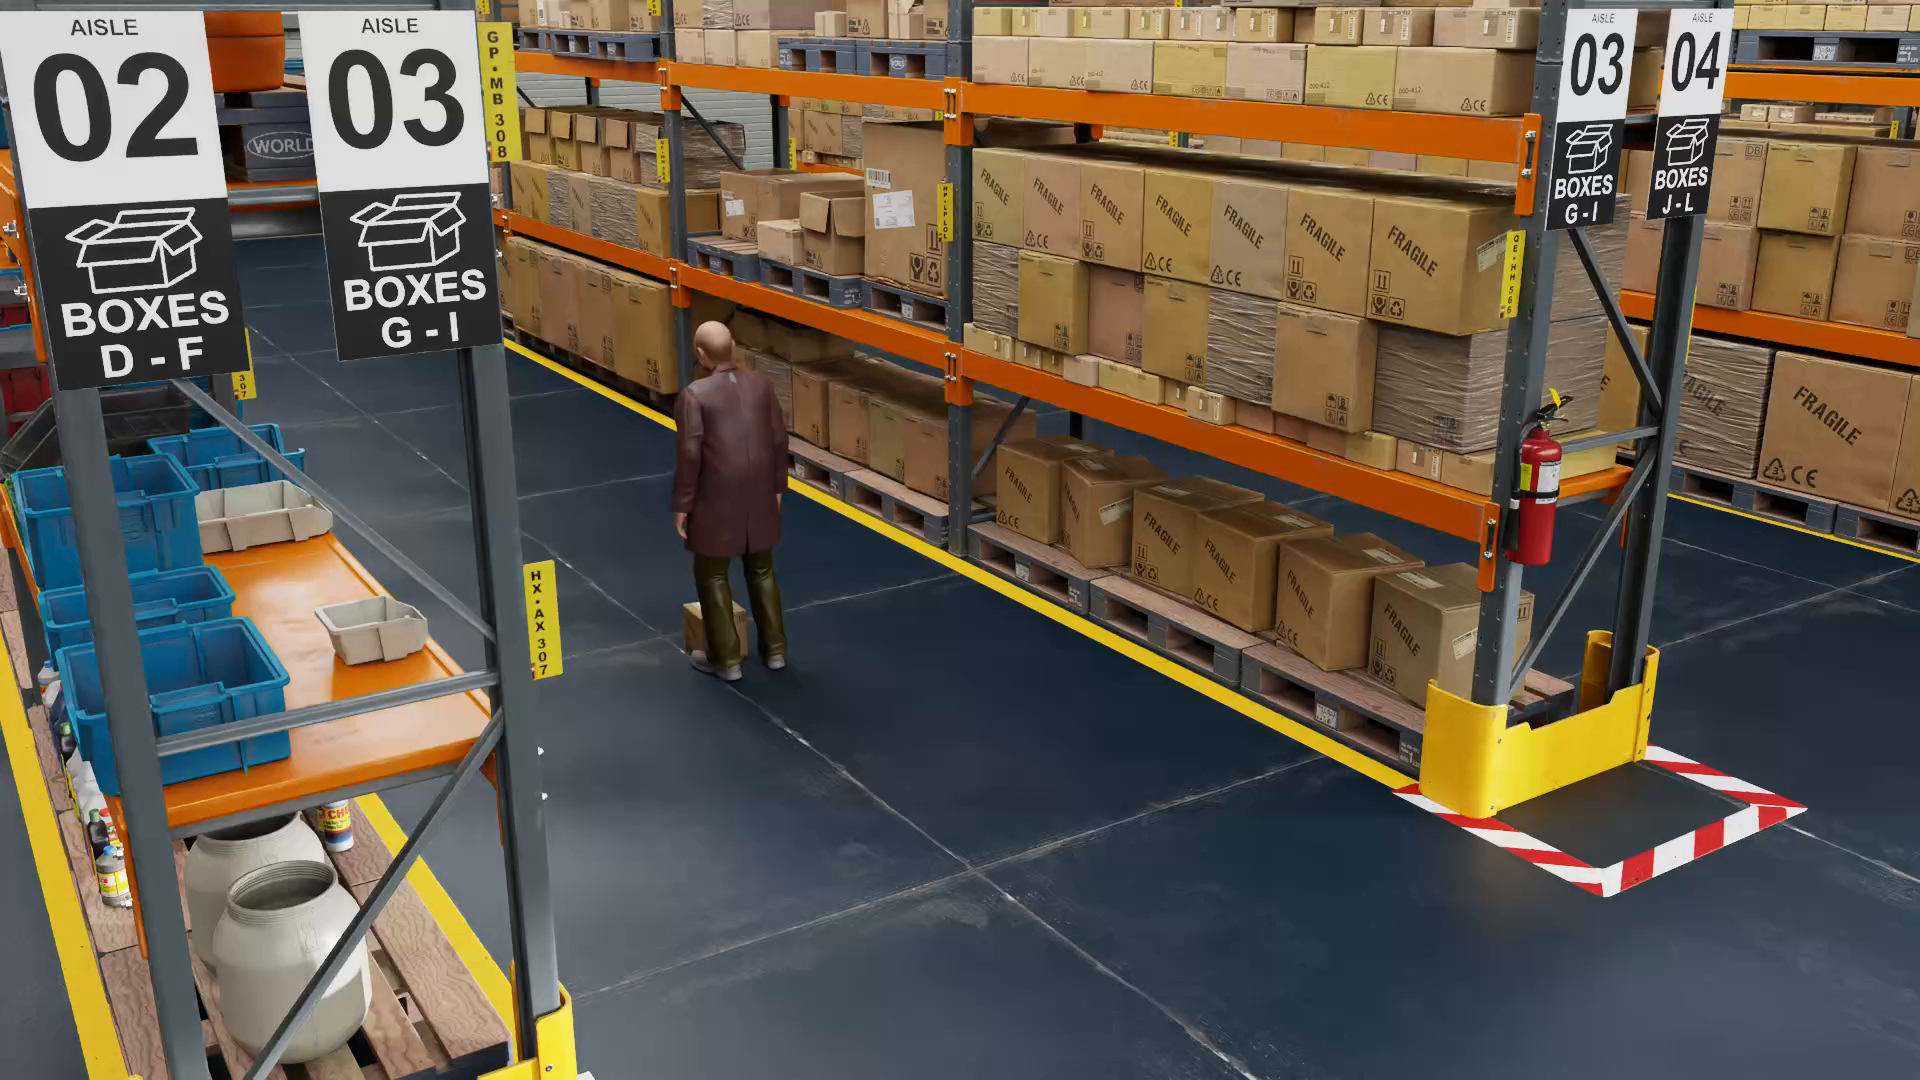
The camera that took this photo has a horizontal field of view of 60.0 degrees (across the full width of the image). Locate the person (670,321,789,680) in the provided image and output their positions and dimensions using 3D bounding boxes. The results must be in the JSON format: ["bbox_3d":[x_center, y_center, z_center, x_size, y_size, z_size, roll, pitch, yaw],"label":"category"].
[{"bbox_3d":[-1.132,-0.193,8.181,0.646,1.772,0.429,-13,22,-35],"label":"person"}]
